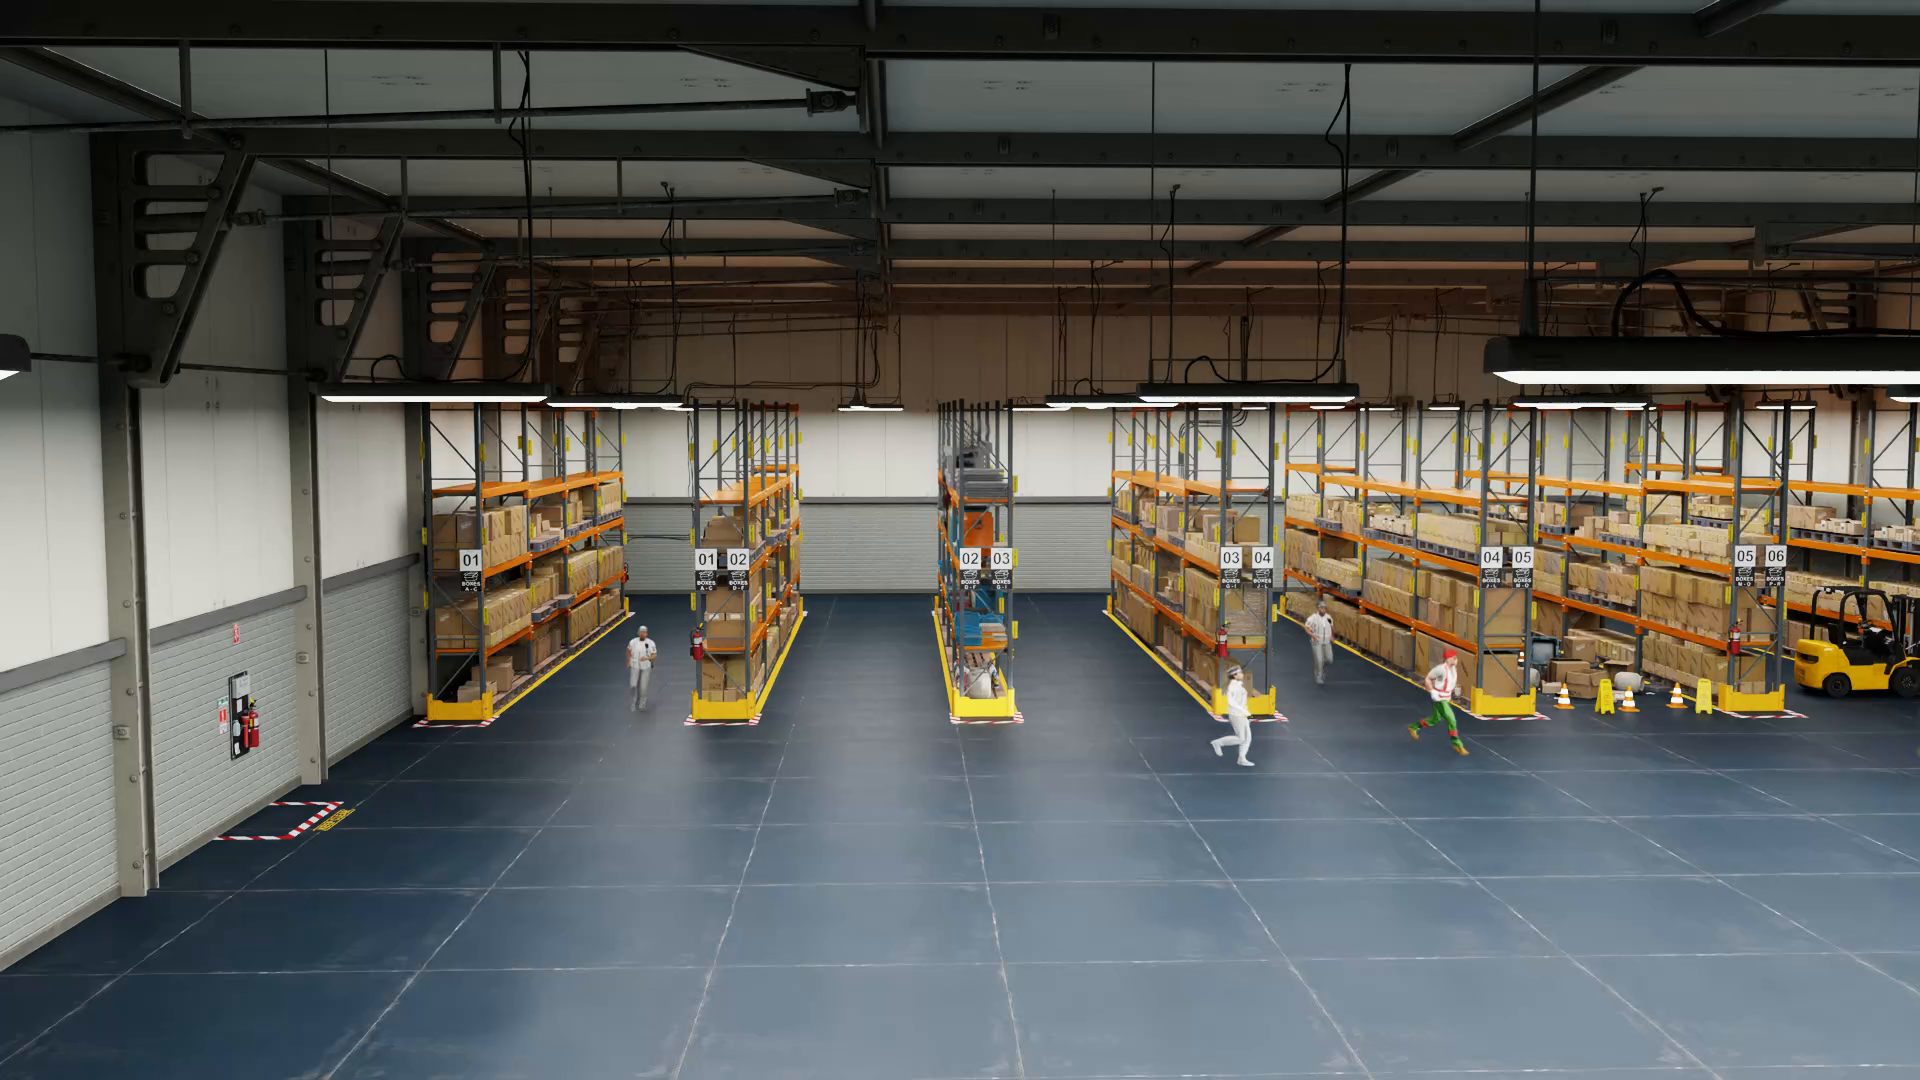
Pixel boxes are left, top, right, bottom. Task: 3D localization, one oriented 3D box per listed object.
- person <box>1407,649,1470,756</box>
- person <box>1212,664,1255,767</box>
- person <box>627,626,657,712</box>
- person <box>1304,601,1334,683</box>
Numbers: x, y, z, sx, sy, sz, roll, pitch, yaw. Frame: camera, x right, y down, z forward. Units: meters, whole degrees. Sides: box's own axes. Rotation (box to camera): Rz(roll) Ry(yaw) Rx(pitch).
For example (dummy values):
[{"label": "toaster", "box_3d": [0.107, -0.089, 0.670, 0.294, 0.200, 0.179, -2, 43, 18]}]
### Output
[{"label": "person", "box_3d": [8.107, 2.709, 28.165, 1.136, 1.773, 0.659, 4, 6, 39]}, {"label": "person", "box_3d": [4.463, 2.845, 27.073, 0.696, 1.671, 0.617, 1, 5, 16]}, {"label": "person", "box_3d": [-6.139, 2.492, 32.054, 0.597, 1.687, 0.642, 0, 4, -5]}, {"label": "person", "box_3d": [7.678, 2.162, 35.444, 0.682, 1.749, 0.598, -1, 4, -10]}]
